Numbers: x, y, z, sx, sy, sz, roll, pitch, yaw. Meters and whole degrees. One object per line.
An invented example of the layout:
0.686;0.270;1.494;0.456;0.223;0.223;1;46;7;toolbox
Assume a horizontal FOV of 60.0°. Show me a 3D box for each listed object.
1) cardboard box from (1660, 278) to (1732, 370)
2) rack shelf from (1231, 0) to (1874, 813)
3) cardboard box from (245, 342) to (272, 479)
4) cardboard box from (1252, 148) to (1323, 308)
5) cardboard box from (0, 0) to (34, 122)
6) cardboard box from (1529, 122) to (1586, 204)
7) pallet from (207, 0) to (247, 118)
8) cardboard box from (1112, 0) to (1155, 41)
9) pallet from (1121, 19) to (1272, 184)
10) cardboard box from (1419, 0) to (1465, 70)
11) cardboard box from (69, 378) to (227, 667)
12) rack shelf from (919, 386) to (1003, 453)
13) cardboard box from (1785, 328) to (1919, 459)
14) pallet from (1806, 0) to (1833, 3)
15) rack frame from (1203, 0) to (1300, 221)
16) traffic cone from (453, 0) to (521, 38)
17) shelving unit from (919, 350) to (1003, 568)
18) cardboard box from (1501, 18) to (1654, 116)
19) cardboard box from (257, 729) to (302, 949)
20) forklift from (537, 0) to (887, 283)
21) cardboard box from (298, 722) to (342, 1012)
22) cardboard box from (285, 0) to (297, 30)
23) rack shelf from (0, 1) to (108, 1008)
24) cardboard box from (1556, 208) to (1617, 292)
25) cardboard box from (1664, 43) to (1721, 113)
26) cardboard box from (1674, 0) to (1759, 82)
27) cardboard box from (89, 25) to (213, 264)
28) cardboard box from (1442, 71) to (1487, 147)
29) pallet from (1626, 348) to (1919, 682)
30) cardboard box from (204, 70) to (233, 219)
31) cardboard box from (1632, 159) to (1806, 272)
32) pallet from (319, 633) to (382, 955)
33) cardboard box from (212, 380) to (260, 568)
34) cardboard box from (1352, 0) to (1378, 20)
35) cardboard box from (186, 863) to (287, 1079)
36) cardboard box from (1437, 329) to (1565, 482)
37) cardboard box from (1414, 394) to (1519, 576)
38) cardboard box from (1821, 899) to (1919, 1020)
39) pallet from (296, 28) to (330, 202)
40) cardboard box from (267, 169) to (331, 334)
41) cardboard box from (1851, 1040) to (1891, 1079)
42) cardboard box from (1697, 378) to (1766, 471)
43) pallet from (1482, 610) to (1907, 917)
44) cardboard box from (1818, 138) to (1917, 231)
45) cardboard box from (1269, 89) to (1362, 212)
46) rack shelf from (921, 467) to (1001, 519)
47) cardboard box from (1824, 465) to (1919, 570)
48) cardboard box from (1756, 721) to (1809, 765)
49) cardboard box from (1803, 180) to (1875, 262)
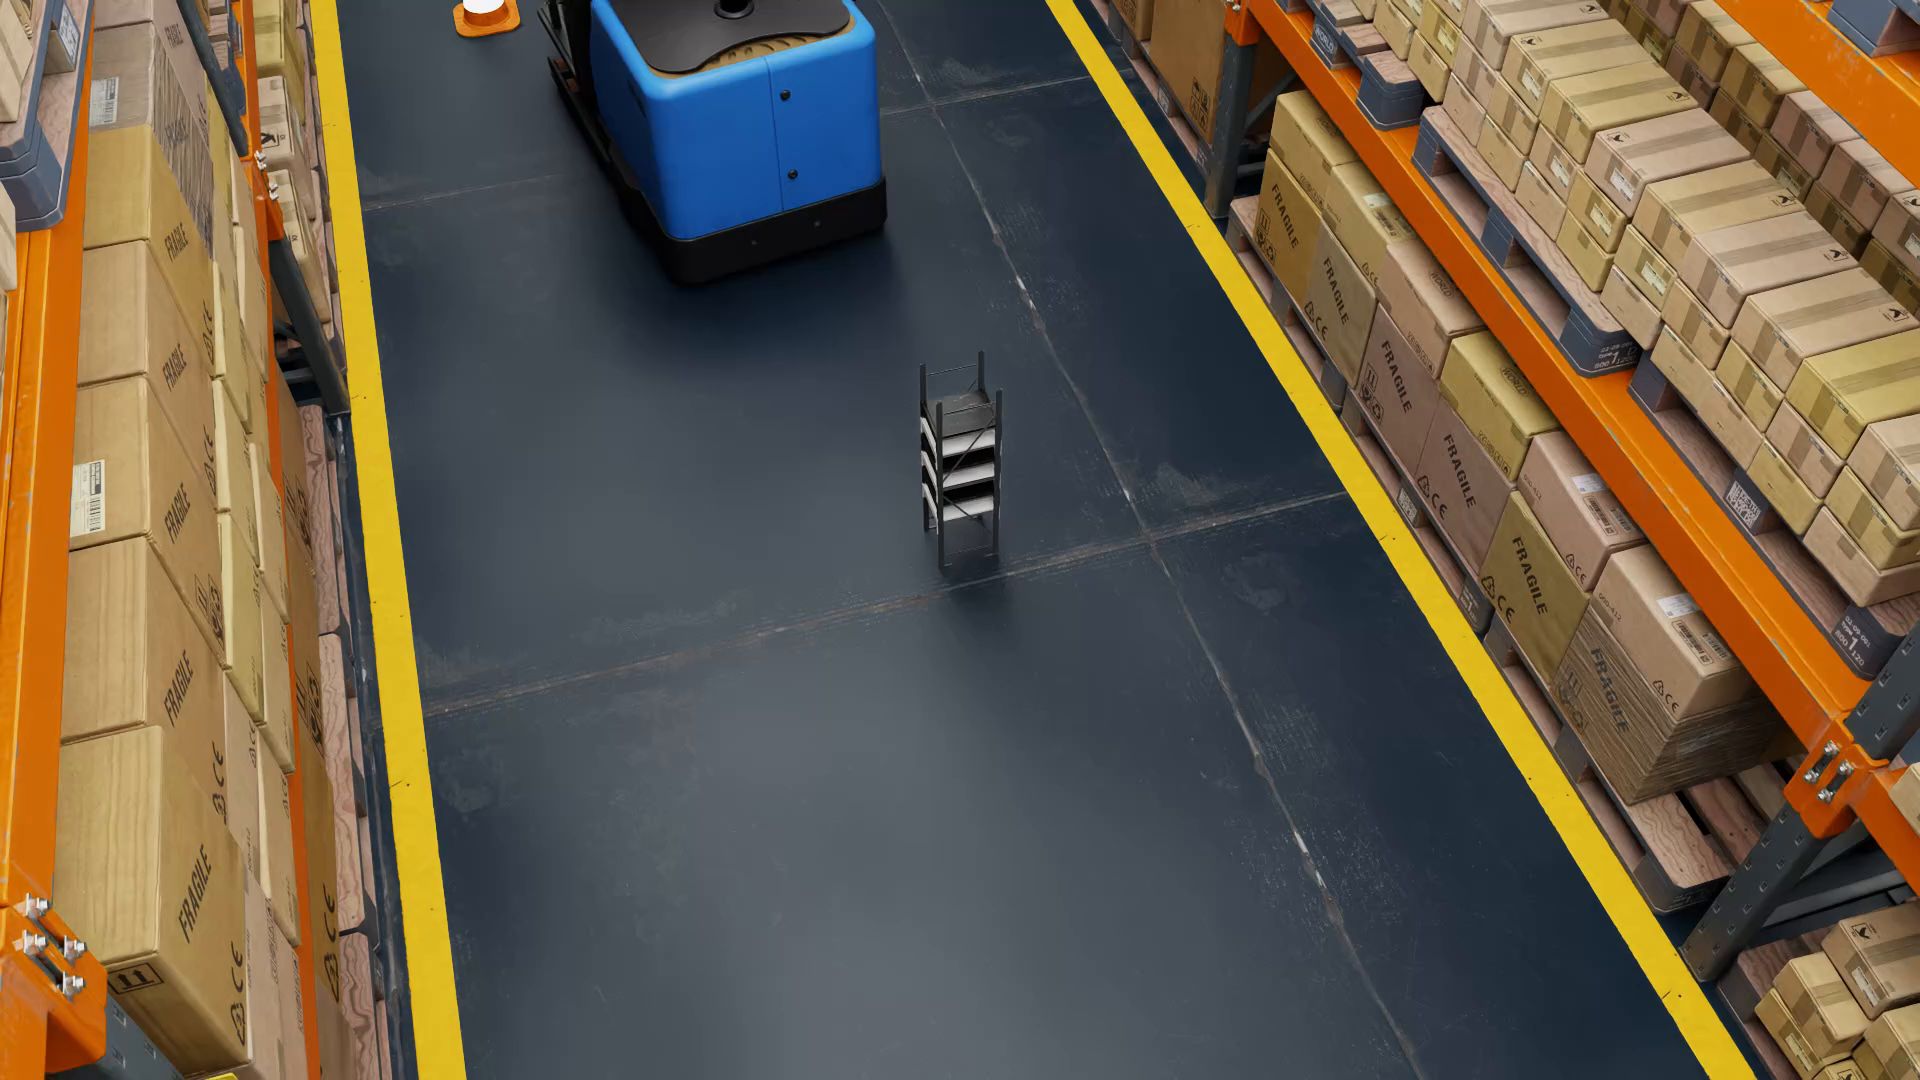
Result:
2.289;-0.668;4.836;0.380;0.149;0.250;-15;51;-12;cardboard box
2.239;-0.928;5.831;1.077;0.370;4.000;-13;51;-11;rack shelf
-2.354;-0.328;4.952;0.500;0.250;0.500;-14;51;-11;cardboard box
1.613;-1.376;7.098;0.500;0.500;0.500;-15;52;-13;cardboard box
-2.075;-0.979;3.254;0.396;0.266;0.258;-10;51;-8;cardboard box
2.064;-1.236;5.315;0.380;0.149;0.250;-12;51;-10;cardboard box
-3.364;-1.862;6.273;1.213;0.211;1.003;-13;51;-11;pallet
1.291;-3.134;8.417;1.050;0.750;0.750;-13;51;-10;cardboard box
1.486;-2.315;8.353;1.003;0.211;1.213;-13;51;-11;pallet
1.838;-1.797;5.788;0.380;0.149;0.250;-13;51;-11;cardboard box
-2.047;0.021;3.841;0.500;0.500;0.500;-14;51;-12;cardboard box
0.002;-0.437;6.010;0.258;0.077;0.200;-13;51;-11;rack shelf
2.445;-0.391;4.408;0.380;0.149;0.250;-15;51;-12;cardboard box
2.440;-1.837;4.288;1.213;0.211;1.003;-13;51;-11;pallet
1.647;-2.621;6.787;1.000;3.000;0.127;-13;51;-11;rack frame
-2.530;-2.942;8.718;0.336;0.463;0.334;-13;51;-11;traffic cone
0.002;-0.284;6.191;0.258;0.900;0.210;-13;51;-11;shelving unit
1.989;-1.526;5.365;0.380;0.149;0.250;-12;51;-10;cardboard box
-1.901;0.783;4.015;0.500;0.250;0.500;-14;51;-12;cardboard box
-1.429;-3.232;7.347;1.130;2.935;3.031;-20;53;-16;forklift
-2.403;0.950;4.892;0.875;0.875;0.875;-12;51;-10;cardboard box
-3.861;-2.731;8.324;0.950;0.372;0.625;-10;51;-9;cardboard box
-2.460;-0.702;3.678;1.077;0.370;4.000;-13;51;-11;rack shelf
2.135;-0.950;5.268;0.380;0.149;0.250;-11;51;-9;cardboard box
2.612;-1.572;5.598;0.380;0.149;0.250;-12;51;-10;cardboard box
2.610;-1.668;5.484;0.380;0.149;0.250;-11;51;-9;cardboard box
-2.489;-1.091;4.778;0.500;0.500;0.500;-13;51;-10;cardboard box
1.908;-1.519;5.748;0.380;0.149;0.250;-12;51;-10;cardboard box
2.743;-0.229;4.896;1.003;0.211;1.213;-13;51;-11;pallet
-2.666;-1.244;5.398;0.500;0.250;0.500;-13;51;-11;cardboard box
2.223;-0.952;4.881;0.380;0.149;0.250;-15;51;-12;cardboard box
-2.533;0.953;5.598;1.003;0.211;1.213;-13;51;-11;pallet
-2.186;-0.122;4.452;0.500;0.250;0.500;-15;51;-12;cardboard box
1.666;-2.107;6.244;0.380;0.149;0.250;-11;51;-9;cardboard box
-1.729;0.996;3.509;0.500;0.250;0.500;-15;51;-12;cardboard box
2.059;-0.519;5.885;0.500;0.250;0.500;-15;52;-13;cardboard box
2.072;-0.263;6.160;0.500;0.500;0.500;-14;51;-12;cardboard box
2.734;1.191;4.775;0.380;0.149;0.250;-11;51;-9;cardboard box
-3.638;-1.990;8.079;1.003;0.211;1.213;-13;51;-11;pallet
-3.209;-1.131;6.975;0.950;0.372;0.625;-16;52;-13;cardboard box
2.792;1.490;4.717;0.380;0.149;0.250;-13;51;-11;cardboard box
2.374;-0.371;4.780;0.380;0.149;0.250;-13;51;-11;cardboard box
2.598;0.631;5.870;1.003;0.211;1.213;-13;51;-11;pallet
2.844;-1.097;5.003;0.380;0.149;0.250;-14;51;-11;cardboard box
1.620;-1.634;6.825;0.500;0.250;0.500;-15;52;-13;cardboard box
0.002;-0.205;6.285;0.258;0.077;0.200;-13;51;-11;rack shelf
2.524;-0.096;4.353;0.380;0.149;0.250;-12;51;-10;cardboard box
2.865;0.371;5.625;0.500;0.500;0.500;-12;51;-10;cardboard box
2.838;-1.005;5.120;0.380;0.149;0.250;-11;51;-10;cardboard box
